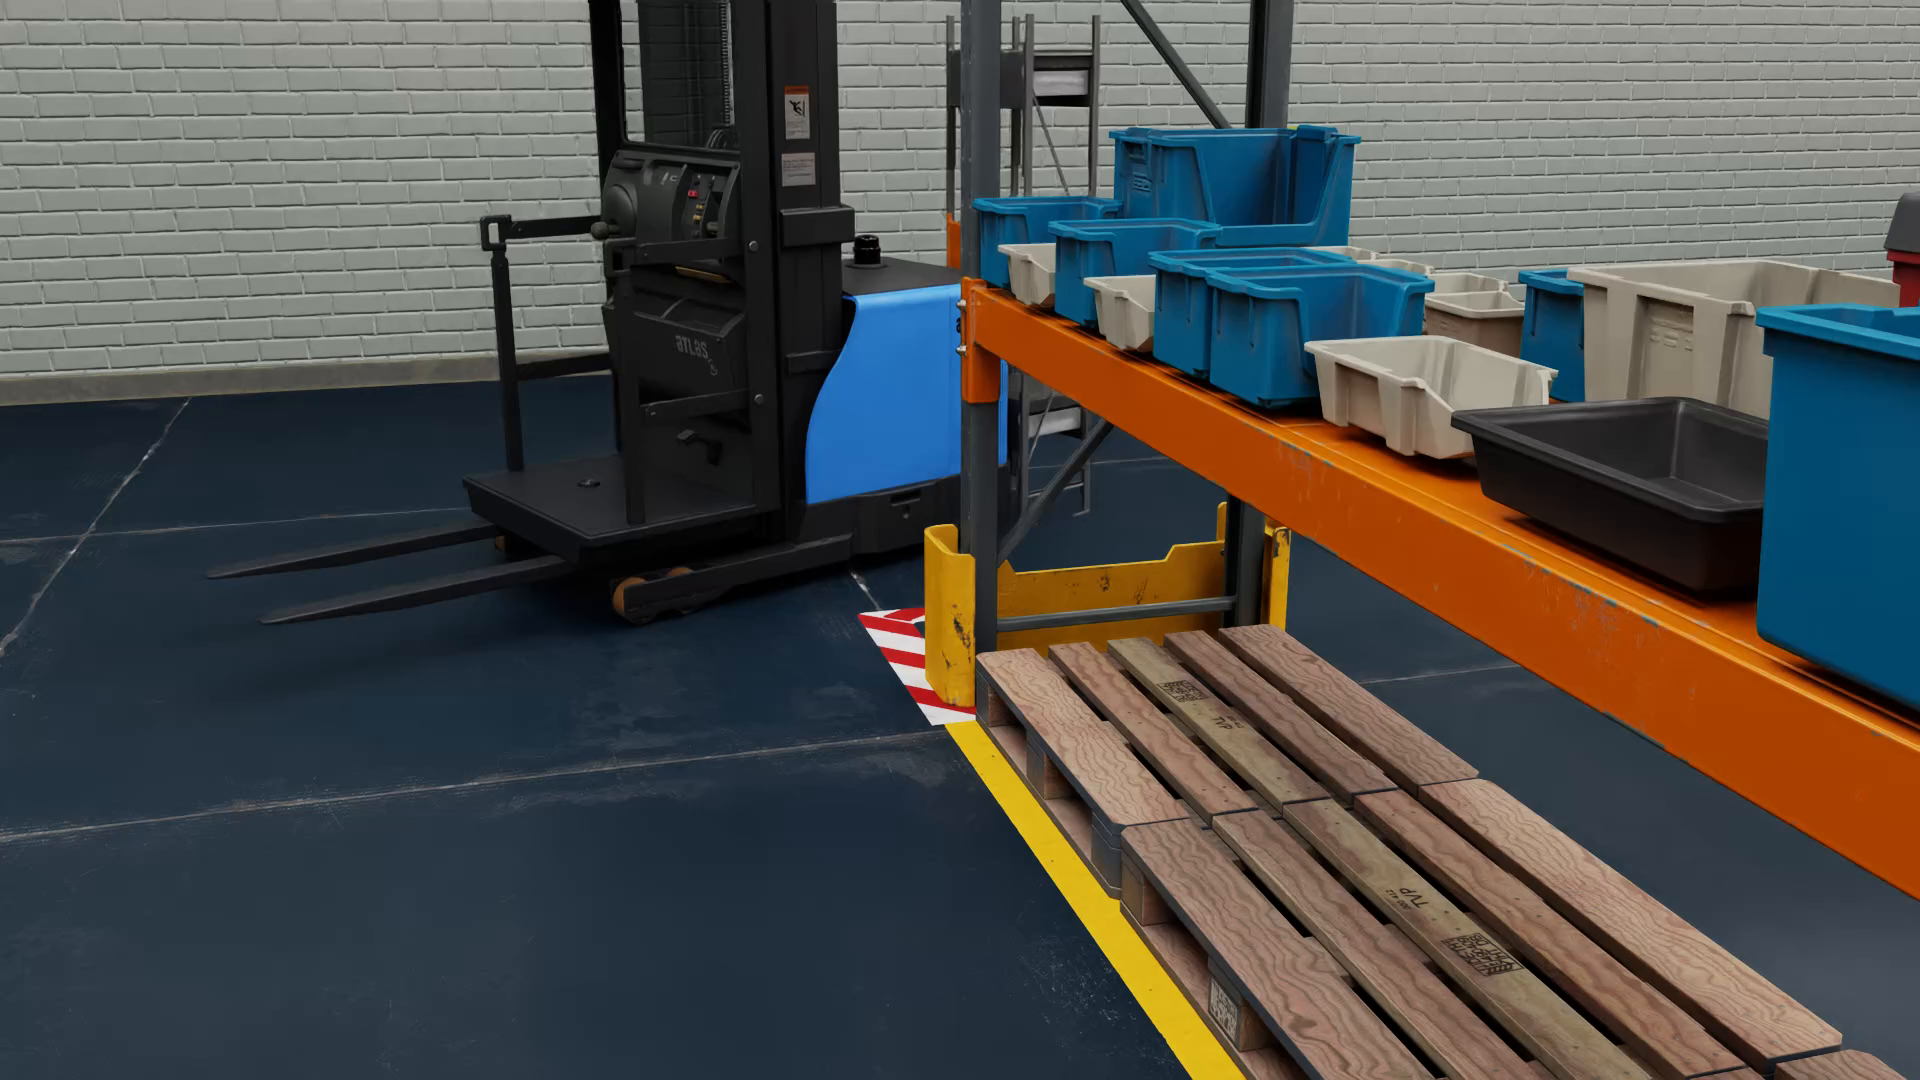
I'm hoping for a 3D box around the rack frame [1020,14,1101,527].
[{"bbox_3d":[0.413,-1.087,6.922,0.400,2.100,0.015,-14,21,-38],"label":"rack frame"}]

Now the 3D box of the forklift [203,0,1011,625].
[{"bbox_3d":[-1.251,-1.273,6.095,3.031,2.935,1.130,-13,21,-37],"label":"forklift"}]

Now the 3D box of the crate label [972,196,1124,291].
[{"bbox_3d":[0.250,-0.849,4.750,0.416,0.233,0.303,-5,17,-15],"label":"crate label"}]

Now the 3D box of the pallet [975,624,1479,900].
[{"bbox_3d":[0.688,0.572,4.681,1.003,0.211,1.213,-5,17,-15],"label":"pallet"}]

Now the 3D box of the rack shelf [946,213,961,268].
[{"bbox_3d":[0.256,-1.128,7.105,0.431,0.518,0.480,-14,21,-38],"label":"rack shelf"}]

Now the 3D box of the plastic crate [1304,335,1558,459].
[{"bbox_3d":[0.831,-0.248,2.919,0.293,0.136,0.466,-5,17,-15],"label":"plastic crate"}]

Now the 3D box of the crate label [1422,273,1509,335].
[{"bbox_3d":[1.063,-0.529,3.854,0.396,0.136,0.243,-5,17,-15],"label":"crate label"}]

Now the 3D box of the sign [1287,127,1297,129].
[{"bbox_3d":[1.023,-1.121,5.185,0.100,0.325,0.005,-5,17,-15],"label":"sign"}]

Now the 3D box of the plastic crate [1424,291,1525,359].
[{"bbox_3d":[1.162,-0.449,3.587,0.298,0.136,0.250,-5,17,-15],"label":"plastic crate"}]

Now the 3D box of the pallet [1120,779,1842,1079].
[{"bbox_3d":[1.020,0.909,3.559,1.003,0.211,1.213,-5,17,-15],"label":"pallet"}]

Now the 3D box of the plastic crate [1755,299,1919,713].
[{"bbox_3d":[1.142,-0.011,1.699,0.392,0.384,0.575,-5,17,-15],"label":"plastic crate"}]

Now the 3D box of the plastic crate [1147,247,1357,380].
[{"bbox_3d":[0.612,-0.485,3.538,0.416,0.233,0.300,-5,17,-15],"label":"plastic crate"}]

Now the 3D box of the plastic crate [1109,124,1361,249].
[{"bbox_3d":[0.770,-0.962,4.776,0.616,0.435,0.499,-5,17,-15],"label":"plastic crate"}]

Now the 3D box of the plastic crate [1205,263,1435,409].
[{"bbox_3d":[0.694,-0.402,3.262,0.416,0.233,0.300,-5,17,-15],"label":"plastic crate"}]

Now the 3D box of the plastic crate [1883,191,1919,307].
[{"bbox_3d":[1.594,-0.214,2.236,0.402,0.464,0.583,-5,17,-15],"label":"plastic crate"}]

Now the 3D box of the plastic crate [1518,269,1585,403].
[{"bbox_3d":[1.310,-0.395,3.241,0.416,0.233,0.300,-5,17,-15],"label":"plastic crate"}]

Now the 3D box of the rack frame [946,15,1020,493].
[{"bbox_3d":[0.100,-1.195,7.281,0.400,2.100,0.015,-14,21,-38],"label":"rack frame"}]

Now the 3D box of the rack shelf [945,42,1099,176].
[{"bbox_3d":[0.256,-1.799,6.904,0.431,0.518,0.480,-14,21,-38],"label":"rack shelf"}]

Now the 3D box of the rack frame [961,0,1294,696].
[{"bbox_3d":[0.499,-0.995,5.049,1.000,3.000,0.127,-5,17,-15],"label":"rack frame"}]

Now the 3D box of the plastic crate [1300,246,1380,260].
[{"bbox_3d":[0.897,-0.686,4.375,0.396,0.136,0.243,-5,17,-15],"label":"plastic crate"}]

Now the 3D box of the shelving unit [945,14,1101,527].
[{"bbox_3d":[0.256,-1.141,7.102,0.431,2.100,0.503,-14,21,-38],"label":"shelving unit"}]

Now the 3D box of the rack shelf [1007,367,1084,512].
[{"bbox_3d":[0.256,-0.458,7.307,0.431,0.518,0.480,-14,21,-38],"label":"rack shelf"}]

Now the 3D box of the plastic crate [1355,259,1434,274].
[{"bbox_3d":[0.963,-0.604,4.104,0.396,0.136,0.243,-5,17,-15],"label":"plastic crate"}]

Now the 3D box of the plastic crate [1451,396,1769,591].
[{"bbox_3d":[1.032,-0.073,2.357,0.437,0.125,0.590,-5,17,-15],"label":"plastic crate"}]

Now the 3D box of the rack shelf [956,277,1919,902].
[{"bbox_3d":[1.048,-0.097,3.311,1.077,0.370,4.000,-5,17,-15],"label":"rack shelf"}]

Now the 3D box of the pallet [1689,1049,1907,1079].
[{"bbox_3d":[1.359,1.247,2.434,1.003,0.211,1.213,-5,17,-15],"label":"pallet"}]

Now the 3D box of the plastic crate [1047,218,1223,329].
[{"bbox_3d":[0.431,-0.667,4.144,0.416,0.233,0.300,-5,17,-15],"label":"plastic crate"}]

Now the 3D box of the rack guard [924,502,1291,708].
[{"bbox_3d":[0.480,0.197,5.427,1.175,0.500,0.348,-5,17,-15],"label":"rack guard"}]

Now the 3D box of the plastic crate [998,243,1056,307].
[{"bbox_3d":[0.259,-0.707,4.447,0.250,0.136,0.298,-5,17,-15],"label":"plastic crate"}]

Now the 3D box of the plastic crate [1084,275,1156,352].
[{"bbox_3d":[0.445,-0.520,3.823,0.250,0.136,0.298,-5,17,-15],"label":"plastic crate"}]

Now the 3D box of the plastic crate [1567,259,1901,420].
[{"bbox_3d":[1.356,-0.297,2.829,0.437,0.282,0.530,-5,17,-15],"label":"plastic crate"}]
